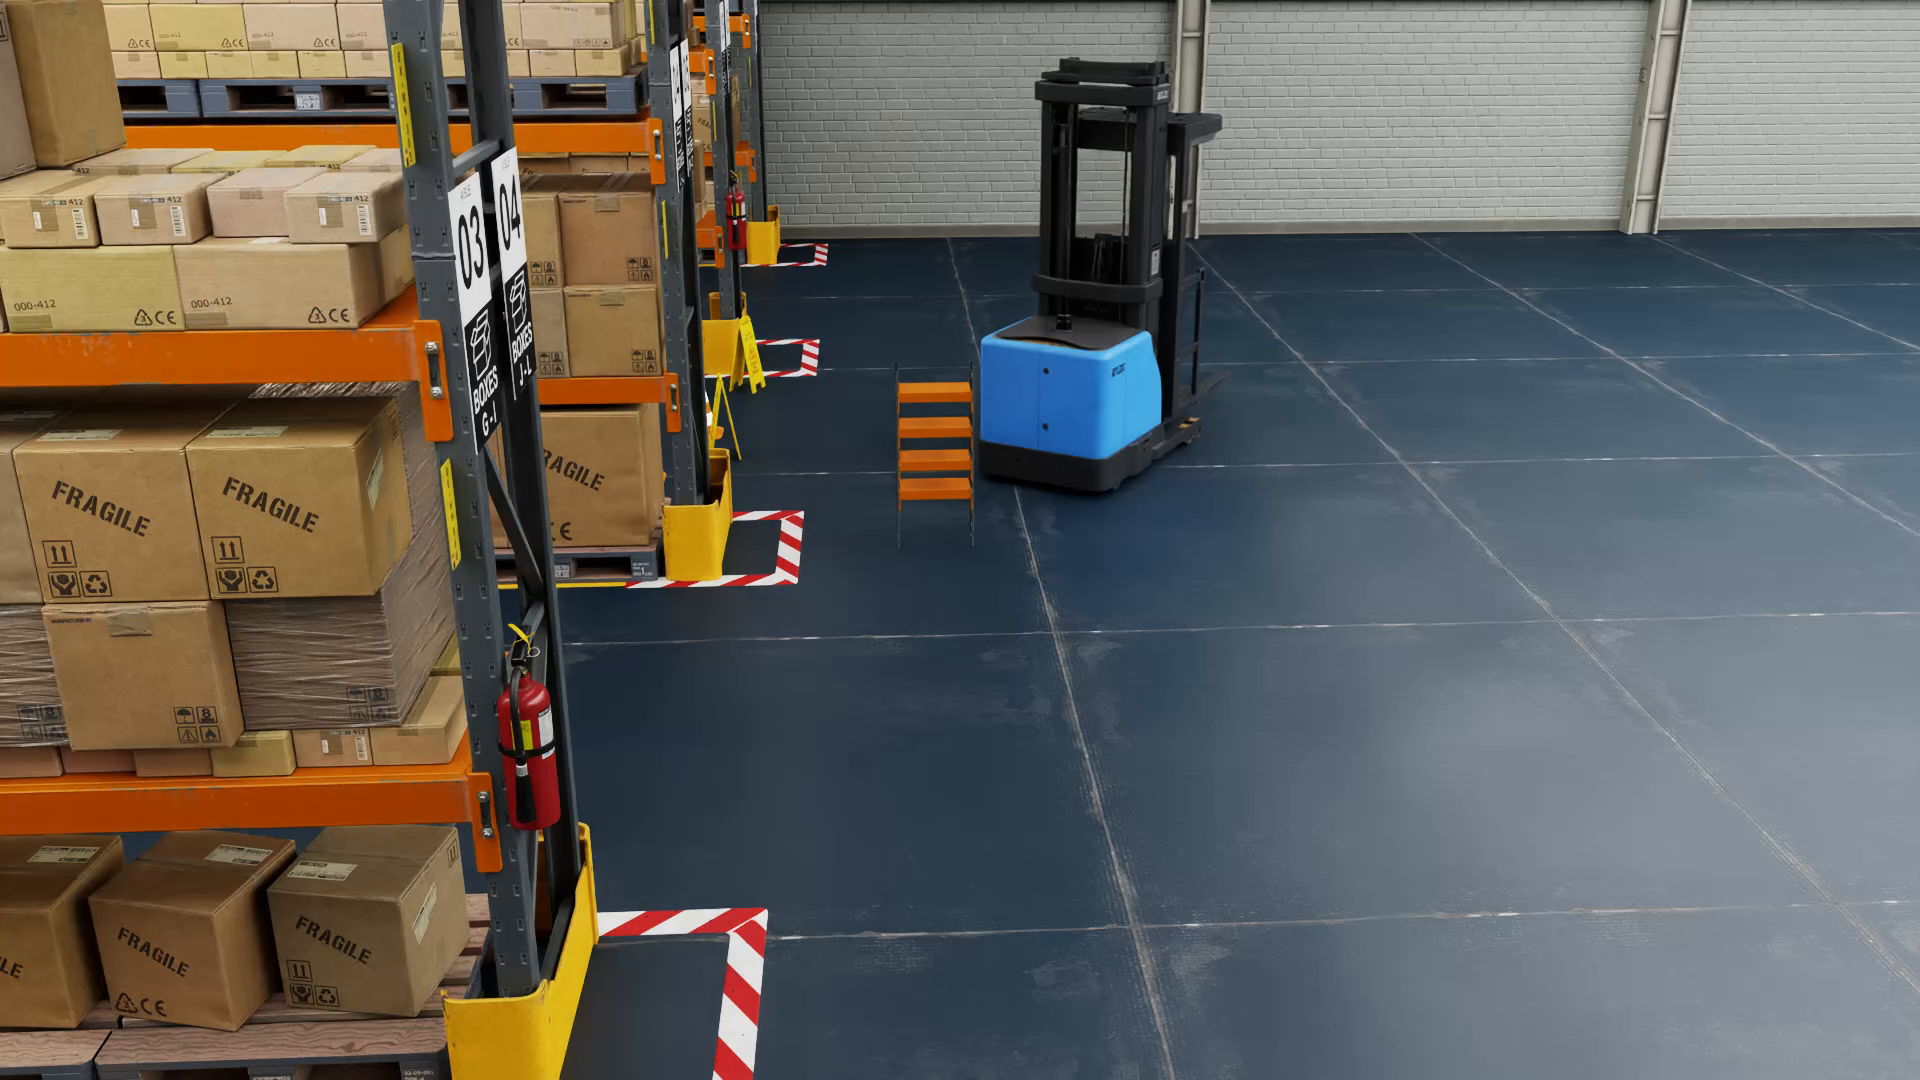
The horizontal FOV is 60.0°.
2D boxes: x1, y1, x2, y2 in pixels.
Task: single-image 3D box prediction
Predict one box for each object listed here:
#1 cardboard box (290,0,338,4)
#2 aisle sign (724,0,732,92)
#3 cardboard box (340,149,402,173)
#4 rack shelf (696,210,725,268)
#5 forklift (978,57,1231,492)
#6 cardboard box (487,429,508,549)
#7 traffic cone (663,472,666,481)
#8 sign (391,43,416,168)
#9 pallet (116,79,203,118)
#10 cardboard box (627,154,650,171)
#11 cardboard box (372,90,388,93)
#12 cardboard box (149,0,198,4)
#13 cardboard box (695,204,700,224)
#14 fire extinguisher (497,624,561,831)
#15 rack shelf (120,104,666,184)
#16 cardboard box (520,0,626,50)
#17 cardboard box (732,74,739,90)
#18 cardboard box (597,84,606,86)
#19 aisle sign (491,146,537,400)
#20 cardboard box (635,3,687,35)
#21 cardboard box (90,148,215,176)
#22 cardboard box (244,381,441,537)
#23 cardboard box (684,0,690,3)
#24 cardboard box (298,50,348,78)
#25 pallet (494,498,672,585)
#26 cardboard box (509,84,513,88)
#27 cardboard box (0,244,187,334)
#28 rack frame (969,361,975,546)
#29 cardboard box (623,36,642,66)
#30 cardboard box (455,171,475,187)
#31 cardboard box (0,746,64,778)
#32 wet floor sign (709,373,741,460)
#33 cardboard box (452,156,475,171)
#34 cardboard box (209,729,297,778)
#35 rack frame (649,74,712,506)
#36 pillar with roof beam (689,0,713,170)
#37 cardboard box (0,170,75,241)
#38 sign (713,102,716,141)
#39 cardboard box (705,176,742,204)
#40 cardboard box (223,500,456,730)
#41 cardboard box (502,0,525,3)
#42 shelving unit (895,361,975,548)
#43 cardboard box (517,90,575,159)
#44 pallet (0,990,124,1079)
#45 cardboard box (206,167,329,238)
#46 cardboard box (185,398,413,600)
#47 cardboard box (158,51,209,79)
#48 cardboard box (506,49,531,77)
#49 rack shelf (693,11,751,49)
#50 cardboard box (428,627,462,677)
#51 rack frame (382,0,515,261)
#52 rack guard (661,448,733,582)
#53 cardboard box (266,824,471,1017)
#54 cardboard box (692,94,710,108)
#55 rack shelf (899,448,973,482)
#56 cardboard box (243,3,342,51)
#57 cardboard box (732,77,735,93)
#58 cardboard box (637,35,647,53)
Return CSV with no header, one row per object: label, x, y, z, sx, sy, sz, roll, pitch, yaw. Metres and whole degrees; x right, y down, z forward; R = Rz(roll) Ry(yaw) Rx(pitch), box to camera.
cardboard box,-3.575,-3.092,9.311,0.250,0.149,0.380,-1,21,-3
aisle sign,-2.074,-4.432,14.894,0.004,0.787,0.394,-1,21,-3
cardboard box,-1.841,-1.180,5.440,0.250,0.149,0.380,-1,21,-3
rack shelf,-4.115,-2.729,15.085,4.000,0.370,1.077,-1,21,-3
forklift,1.294,-2.192,12.758,1.130,2.935,3.031,11,24,27
cardboard box,-3.287,-0.497,10.607,0.875,0.875,0.875,-1,21,-4
traffic cone,-2.346,-0.658,12.199,0.334,0.463,0.336,-1,21,-3
sign,-1.541,-1.204,4.607,0.005,0.325,0.100,-1,21,-3
pallet,-4.911,-2.642,9.753,1.213,0.211,1.003,-1,21,-3
cardboard box,-2.645,-3.183,14.707,0.500,0.500,0.500,-2,21,-4
cardboard box,-5.149,-3.612,14.430,0.500,0.500,0.700,-1,21,-3
cardboard box,-4.328,-3.077,9.272,0.250,0.149,0.380,-1,21,-2
cardboard box,-2.480,-2.905,14.889,0.250,0.149,0.380,0,21,-1
fire extinguisher,-1.412,0.612,5.407,0.183,0.674,0.296,-1,21,-3
rack shelf,-3.732,-2.375,9.938,4.000,0.370,1.077,-1,21,-3
cardboard box,-2.208,-2.954,9.511,0.500,0.250,0.500,-1,21,-2
cardboard box,-2.753,-5.427,19.690,0.250,0.149,0.380,-2,21,-4
cardboard box,-4.020,-5.215,19.131,0.250,0.149,0.380,-1,21,-2
aisle sign,-1.508,-0.909,5.638,0.004,0.787,0.394,-1,21,-3
cardboard box,-2.614,-4.471,14.225,0.500,0.250,0.500,-1,21,-4
cardboard box,-2.626,-1.180,5.440,0.250,0.149,0.380,0,21,-1
cardboard box,-2.117,-0.324,5.794,0.500,0.500,0.500,-1,21,-3
cardboard box,-2.439,-4.651,14.139,0.250,0.149,0.380,-1,21,-3
cardboard box,-3.570,-2.719,9.454,0.250,0.149,0.380,-1,21,-2
pallet,-2.529,-0.003,10.831,1.213,0.211,1.003,-1,21,-3
cardboard box,-5.033,-5.207,19.113,0.250,0.149,0.380,-1,21,-4
cardboard box,-2.518,-0.806,5.018,0.500,0.250,0.500,-1,21,-3
rack frame,0.078,-0.562,10.912,0.015,1.200,0.240,-1,21,-3
cardboard box,-2.096,-2.984,10.150,0.250,0.149,0.380,-1,21,-3
cardboard box,-3.218,-1.924,10.230,0.550,0.550,0.875,-1,21,-3
cardboard box,-3.073,0.642,5.572,0.250,0.149,0.380,-1,21,-3
wet floor sign,-1.819,-0.953,12.718,0.232,0.644,0.267,-5,21,-12
cardboard box,-4.152,-3.162,14.652,0.500,0.500,0.500,-1,21,-2
cardboard box,-2.322,0.639,5.580,0.250,0.149,0.380,-1,21,-3
rack frame,-1.735,-1.350,10.451,0.127,3.000,1.000,-1,21,-3
pillar with roof beam,-2.906,-6.450,15.415,0.400,9.000,9.100,-1,21,-3
cardboard box,-2.849,-1.005,4.980,0.250,0.149,0.380,-1,21,-2
sign,-2.107,-3.597,14.283,0.005,0.325,0.100,-1,21,-3
cardboard box,-2.848,-4.128,19.616,0.500,0.250,0.500,0,21,-1
cardboard box,-2.103,0.230,5.743,0.500,0.500,0.875,-1,21,-3
cardboard box,-2.557,-3.113,9.367,0.250,0.149,0.380,-1,21,-2
shelving unit,-0.165,-0.557,10.899,0.503,1.200,0.258,-1,21,-3
cardboard box,-3.625,-3.617,14.441,0.500,0.500,0.700,-1,21,-4
pallet,-3.657,1.747,6.237,1.213,0.211,1.003,-1,21,-3
cardboard box,-2.079,-1.024,5.029,0.250,0.149,0.380,-2,21,-5
cardboard box,-2.088,-0.140,5.309,0.500,0.500,0.500,-1,21,-3
cardboard box,-4.330,-2.704,9.414,0.250,0.149,0.380,-1,21,-4
cardboard box,-2.556,-2.740,9.508,0.250,0.149,0.380,-1,21,-2
rack shelf,-4.402,-5.894,19.182,4.000,0.370,1.077,-1,21,-3
cardboard box,-1.851,0.453,6.069,0.250,0.149,0.380,-1,21,-3
rack frame,-1.553,-2.390,4.750,0.127,3.000,1.000,-1,21,-3
rack guard,-1.711,-0.182,10.897,0.348,0.500,1.175,-1,21,-3
cardboard box,-2.177,1.393,6.170,0.500,0.500,0.500,3,21,7
cardboard box,-2.989,-5.097,19.240,0.250,0.149,0.380,-1,21,-2
rack shelf,-0.165,-0.495,10.923,0.480,0.148,0.258,-1,21,-3
cardboard box,-3.712,-2.925,9.433,0.500,0.250,0.500,-1,21,-3
cardboard box,-2.751,-5.276,19.293,0.250,0.149,0.380,-1,21,-3
cardboard box,-2.705,-4.267,14.251,0.250,0.149,0.380,-1,21,-3
